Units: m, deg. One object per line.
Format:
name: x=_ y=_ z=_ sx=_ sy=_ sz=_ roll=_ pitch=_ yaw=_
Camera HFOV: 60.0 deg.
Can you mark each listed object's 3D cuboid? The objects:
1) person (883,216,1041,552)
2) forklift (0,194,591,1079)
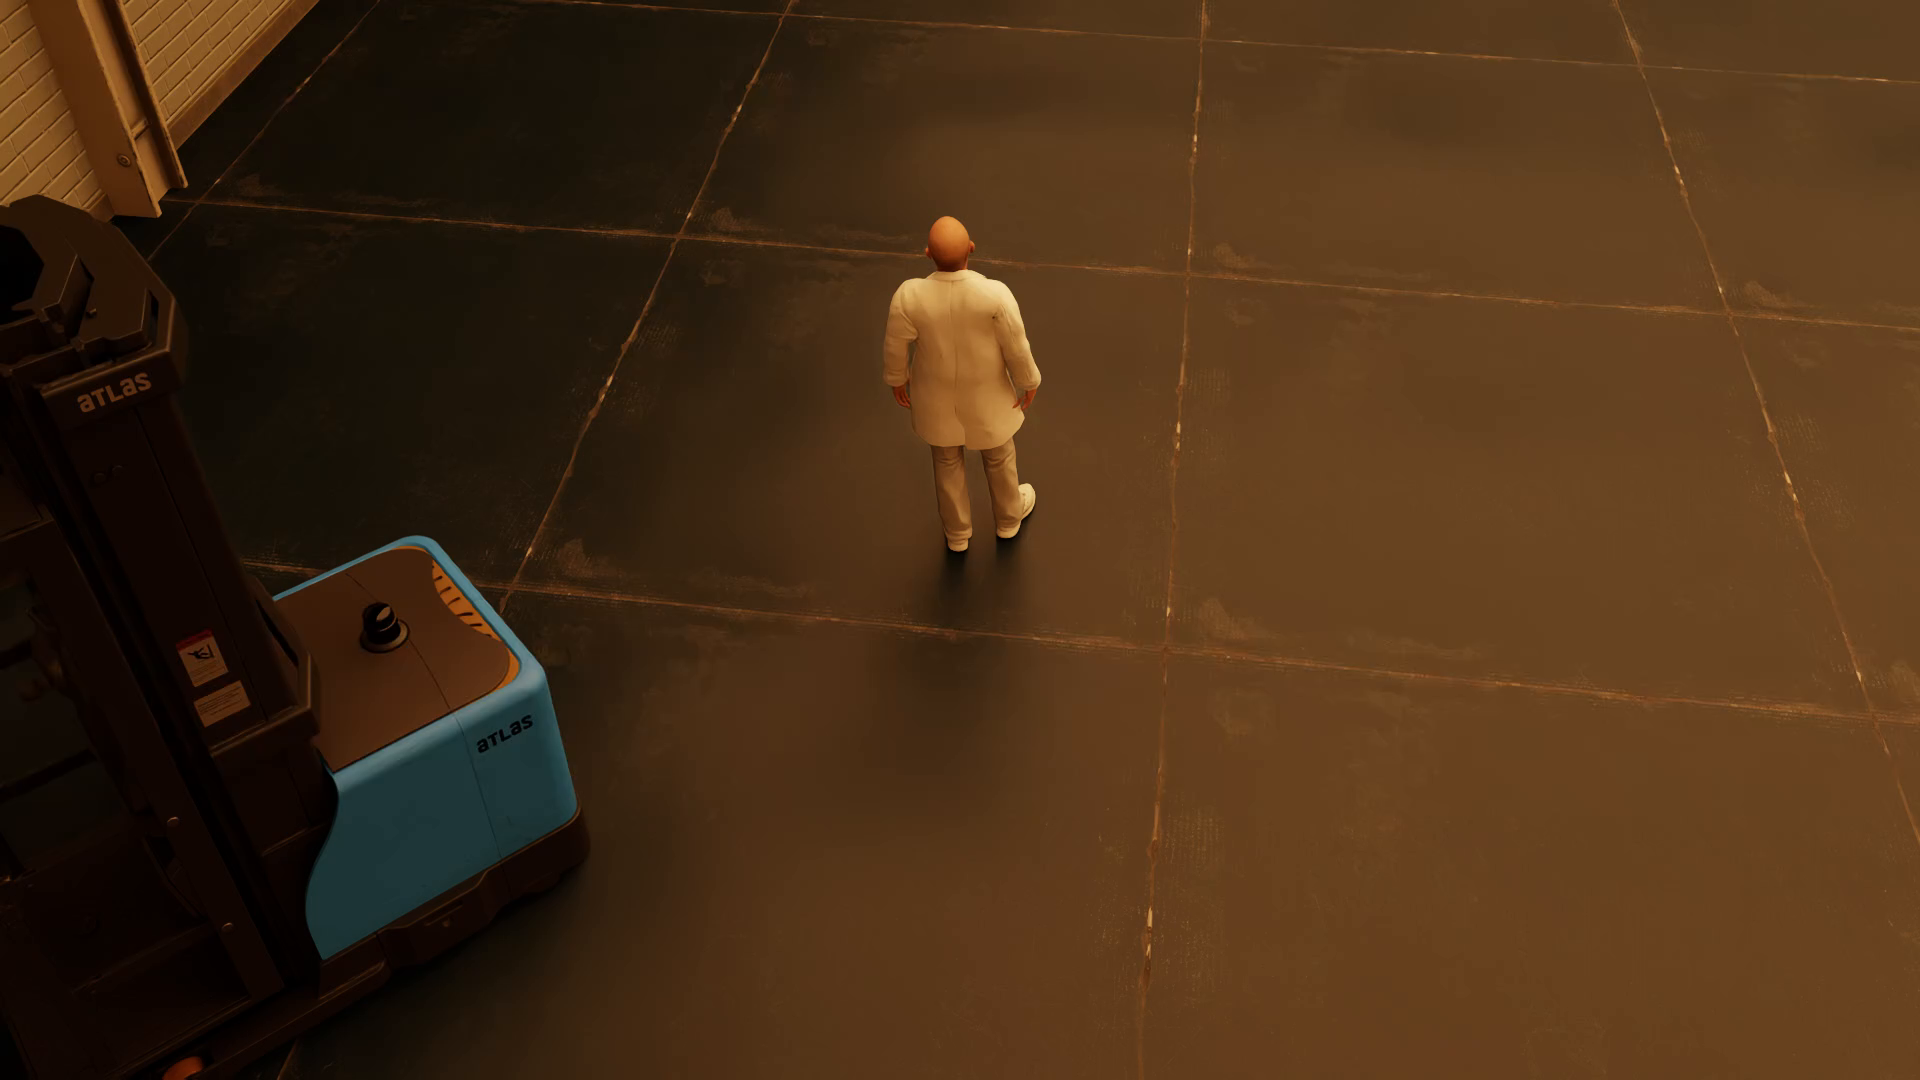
person: x=0.016 y=-0.721 z=7.351 sx=0.698 sy=1.778 sz=0.578 roll=5 pitch=43 yaw=6
forklift: x=-2.906 y=0.548 z=5.127 sx=3.031 sy=2.935 sz=1.130 roll=-29 pitch=50 yaw=-28
